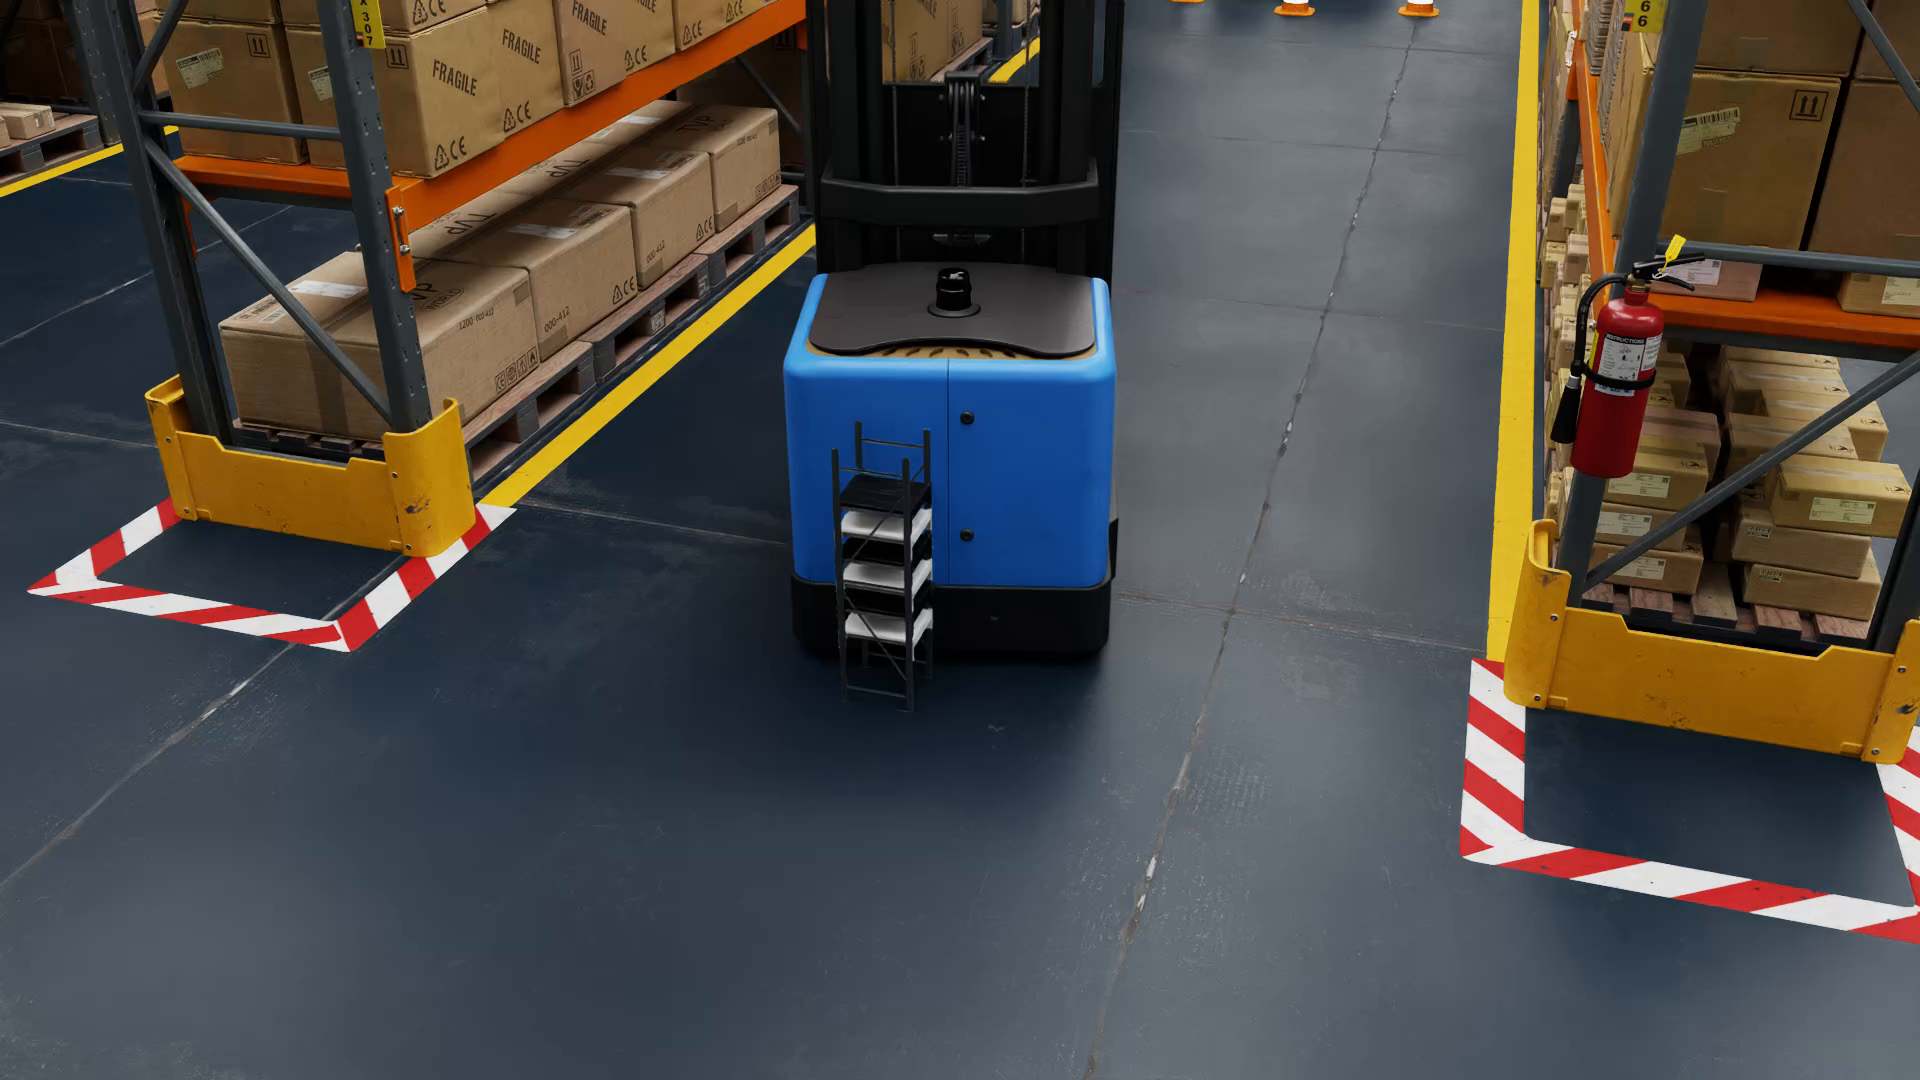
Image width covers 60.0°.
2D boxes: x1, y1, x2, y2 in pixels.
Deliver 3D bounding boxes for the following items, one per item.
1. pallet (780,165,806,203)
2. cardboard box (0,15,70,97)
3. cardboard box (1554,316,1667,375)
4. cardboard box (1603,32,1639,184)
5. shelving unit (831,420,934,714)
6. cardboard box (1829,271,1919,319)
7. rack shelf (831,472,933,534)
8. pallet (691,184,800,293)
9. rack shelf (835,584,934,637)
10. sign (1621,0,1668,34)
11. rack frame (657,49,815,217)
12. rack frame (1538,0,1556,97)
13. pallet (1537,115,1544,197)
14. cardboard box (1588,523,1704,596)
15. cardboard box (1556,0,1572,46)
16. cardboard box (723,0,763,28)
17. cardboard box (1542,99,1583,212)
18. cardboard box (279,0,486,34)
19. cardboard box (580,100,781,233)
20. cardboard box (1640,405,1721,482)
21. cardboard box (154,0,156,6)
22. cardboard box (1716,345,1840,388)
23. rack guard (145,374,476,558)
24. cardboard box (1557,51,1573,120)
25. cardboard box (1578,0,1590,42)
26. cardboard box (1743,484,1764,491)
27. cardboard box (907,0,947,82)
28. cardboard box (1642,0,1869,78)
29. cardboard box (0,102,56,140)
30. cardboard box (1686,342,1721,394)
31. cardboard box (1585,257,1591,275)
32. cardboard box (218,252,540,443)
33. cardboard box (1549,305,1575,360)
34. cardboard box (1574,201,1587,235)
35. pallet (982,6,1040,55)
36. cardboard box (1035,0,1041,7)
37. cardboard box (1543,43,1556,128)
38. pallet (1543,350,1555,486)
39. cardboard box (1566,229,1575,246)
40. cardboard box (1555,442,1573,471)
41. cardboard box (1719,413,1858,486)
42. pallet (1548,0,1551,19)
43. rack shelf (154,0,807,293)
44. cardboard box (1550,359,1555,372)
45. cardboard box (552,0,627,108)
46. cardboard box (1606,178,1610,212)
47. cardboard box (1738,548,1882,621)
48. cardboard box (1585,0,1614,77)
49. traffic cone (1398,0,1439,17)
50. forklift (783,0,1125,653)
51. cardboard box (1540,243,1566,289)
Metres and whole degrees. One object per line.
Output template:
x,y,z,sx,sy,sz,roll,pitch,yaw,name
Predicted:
-1.110,-2.420,10.383,1.003,0.211,1.213,8,30,15,pallet
-6.149,-3.337,11.303,0.500,0.500,0.500,8,30,15,cardboard box
2.482,-0.722,6.351,0.380,0.149,0.250,10,31,17,cardboard box
2.365,-1.409,5.288,0.500,0.500,0.500,8,30,14,cardboard box
-0.234,0.093,5.156,0.258,0.900,0.210,8,30,14,shelving unit
2.732,-0.745,4.762,0.380,0.149,0.250,8,30,14,cardboard box
-0.234,-0.113,5.041,0.258,0.077,0.200,8,30,14,rack shelf
-1.562,-1.708,9.104,1.003,0.211,1.213,8,30,15,pallet
-0.234,0.201,5.216,0.258,0.077,0.200,8,30,14,rack shelf
1.799,-1.483,4.315,0.100,0.325,0.005,8,30,15,sign
-1.264,-3.269,9.041,1.000,3.000,0.127,8,30,15,rack frame
4.672,-4.469,11.197,1.000,3.000,0.127,8,30,15,rack frame
4.081,-2.322,10.207,1.003,0.211,1.213,8,30,15,pallet
2.278,0.037,5.598,0.380,0.149,0.250,9,30,16,cardboard box
3.931,-3.138,10.173,0.500,0.250,0.500,9,30,15,cardboard box
-1.302,-2.821,8.132,0.500,0.500,0.500,8,30,14,cardboard box
3.474,-2.081,9.044,0.500,0.500,0.500,8,30,14,cardboard box
-2.025,-2.073,5.760,0.500,0.500,0.500,8,30,14,cardboard box
-1.551,-2.056,9.065,0.875,0.438,0.875,8,30,14,cardboard box
2.365,-0.339,5.663,0.380,0.149,0.250,9,30,16,cardboard box
-5.579,-3.740,11.359,0.380,0.149,0.250,7,30,12,cardboard box
3.048,-0.642,6.207,0.380,0.149,0.250,10,31,17,cardboard box
-2.445,-0.307,6.287,1.175,0.500,0.348,8,30,15,rack guard
3.474,-2.411,8.866,0.500,0.250,0.500,8,30,14,cardboard box
3.101,-2.415,7.764,0.380,0.149,0.250,10,31,17,cardboard box
2.857,-0.145,5.619,0.380,0.149,0.250,8,30,15,cardboard box
-0.638,-3.660,11.497,0.875,0.875,0.875,9,30,15,cardboard box
2.220,-1.610,4.621,0.500,0.500,0.500,8,30,14,cardboard box
-5.893,-2.613,10.361,0.380,0.149,0.250,8,30,13,cardboard box
3.050,-0.643,6.516,0.380,0.149,0.250,10,31,17,cardboard box
2.825,-1.063,6.964,0.380,0.149,0.250,7,30,13,cardboard box
-2.340,-0.795,6.797,0.875,0.438,0.875,7,30,13,cardboard box
2.643,-0.837,6.864,0.380,0.149,0.250,9,30,15,cardboard box
3.034,-1.433,7.629,0.380,0.149,0.250,8,30,14,cardboard box
0.141,-4.272,13.713,1.003,0.211,1.213,8,30,15,pallet
0.294,-4.768,14.007,0.950,0.372,0.625,8,30,14,cardboard box
3.930,-2.794,10.326,0.500,0.500,0.500,8,30,14,cardboard box
2.978,-0.505,6.941,1.003,0.211,1.213,8,30,15,pallet
3.097,-1.424,7.919,0.380,0.149,0.250,9,30,15,cardboard box
2.356,-0.346,5.981,0.380,0.149,0.250,7,30,13,cardboard box
2.768,-0.289,5.572,0.380,0.149,0.250,9,30,16,cardboard box
5.691,-4.740,14.553,1.003,0.211,1.213,8,30,15,pallet
-1.851,-2.025,7.545,1.077,0.370,4.000,8,30,15,rack shelf
2.741,-0.815,7.131,0.380,0.149,0.250,8,30,14,cardboard box
-1.735,-2.109,6.852,0.500,0.500,0.500,8,30,15,cardboard box
2.370,-1.184,5.551,0.380,0.149,0.250,9,30,16,cardboard box
2.783,0.114,5.461,0.380,0.149,0.250,9,30,16,cardboard box
2.791,-2.129,6.583,0.500,0.500,0.500,8,30,14,cardboard box
4.008,-4.811,14.423,0.336,0.463,0.334,8,30,15,traffic cone
0.027,-1.593,6.098,1.130,2.935,3.031,1,29,2,forklift
3.005,-1.300,8.003,0.380,0.149,0.250,9,30,16,cardboard box
